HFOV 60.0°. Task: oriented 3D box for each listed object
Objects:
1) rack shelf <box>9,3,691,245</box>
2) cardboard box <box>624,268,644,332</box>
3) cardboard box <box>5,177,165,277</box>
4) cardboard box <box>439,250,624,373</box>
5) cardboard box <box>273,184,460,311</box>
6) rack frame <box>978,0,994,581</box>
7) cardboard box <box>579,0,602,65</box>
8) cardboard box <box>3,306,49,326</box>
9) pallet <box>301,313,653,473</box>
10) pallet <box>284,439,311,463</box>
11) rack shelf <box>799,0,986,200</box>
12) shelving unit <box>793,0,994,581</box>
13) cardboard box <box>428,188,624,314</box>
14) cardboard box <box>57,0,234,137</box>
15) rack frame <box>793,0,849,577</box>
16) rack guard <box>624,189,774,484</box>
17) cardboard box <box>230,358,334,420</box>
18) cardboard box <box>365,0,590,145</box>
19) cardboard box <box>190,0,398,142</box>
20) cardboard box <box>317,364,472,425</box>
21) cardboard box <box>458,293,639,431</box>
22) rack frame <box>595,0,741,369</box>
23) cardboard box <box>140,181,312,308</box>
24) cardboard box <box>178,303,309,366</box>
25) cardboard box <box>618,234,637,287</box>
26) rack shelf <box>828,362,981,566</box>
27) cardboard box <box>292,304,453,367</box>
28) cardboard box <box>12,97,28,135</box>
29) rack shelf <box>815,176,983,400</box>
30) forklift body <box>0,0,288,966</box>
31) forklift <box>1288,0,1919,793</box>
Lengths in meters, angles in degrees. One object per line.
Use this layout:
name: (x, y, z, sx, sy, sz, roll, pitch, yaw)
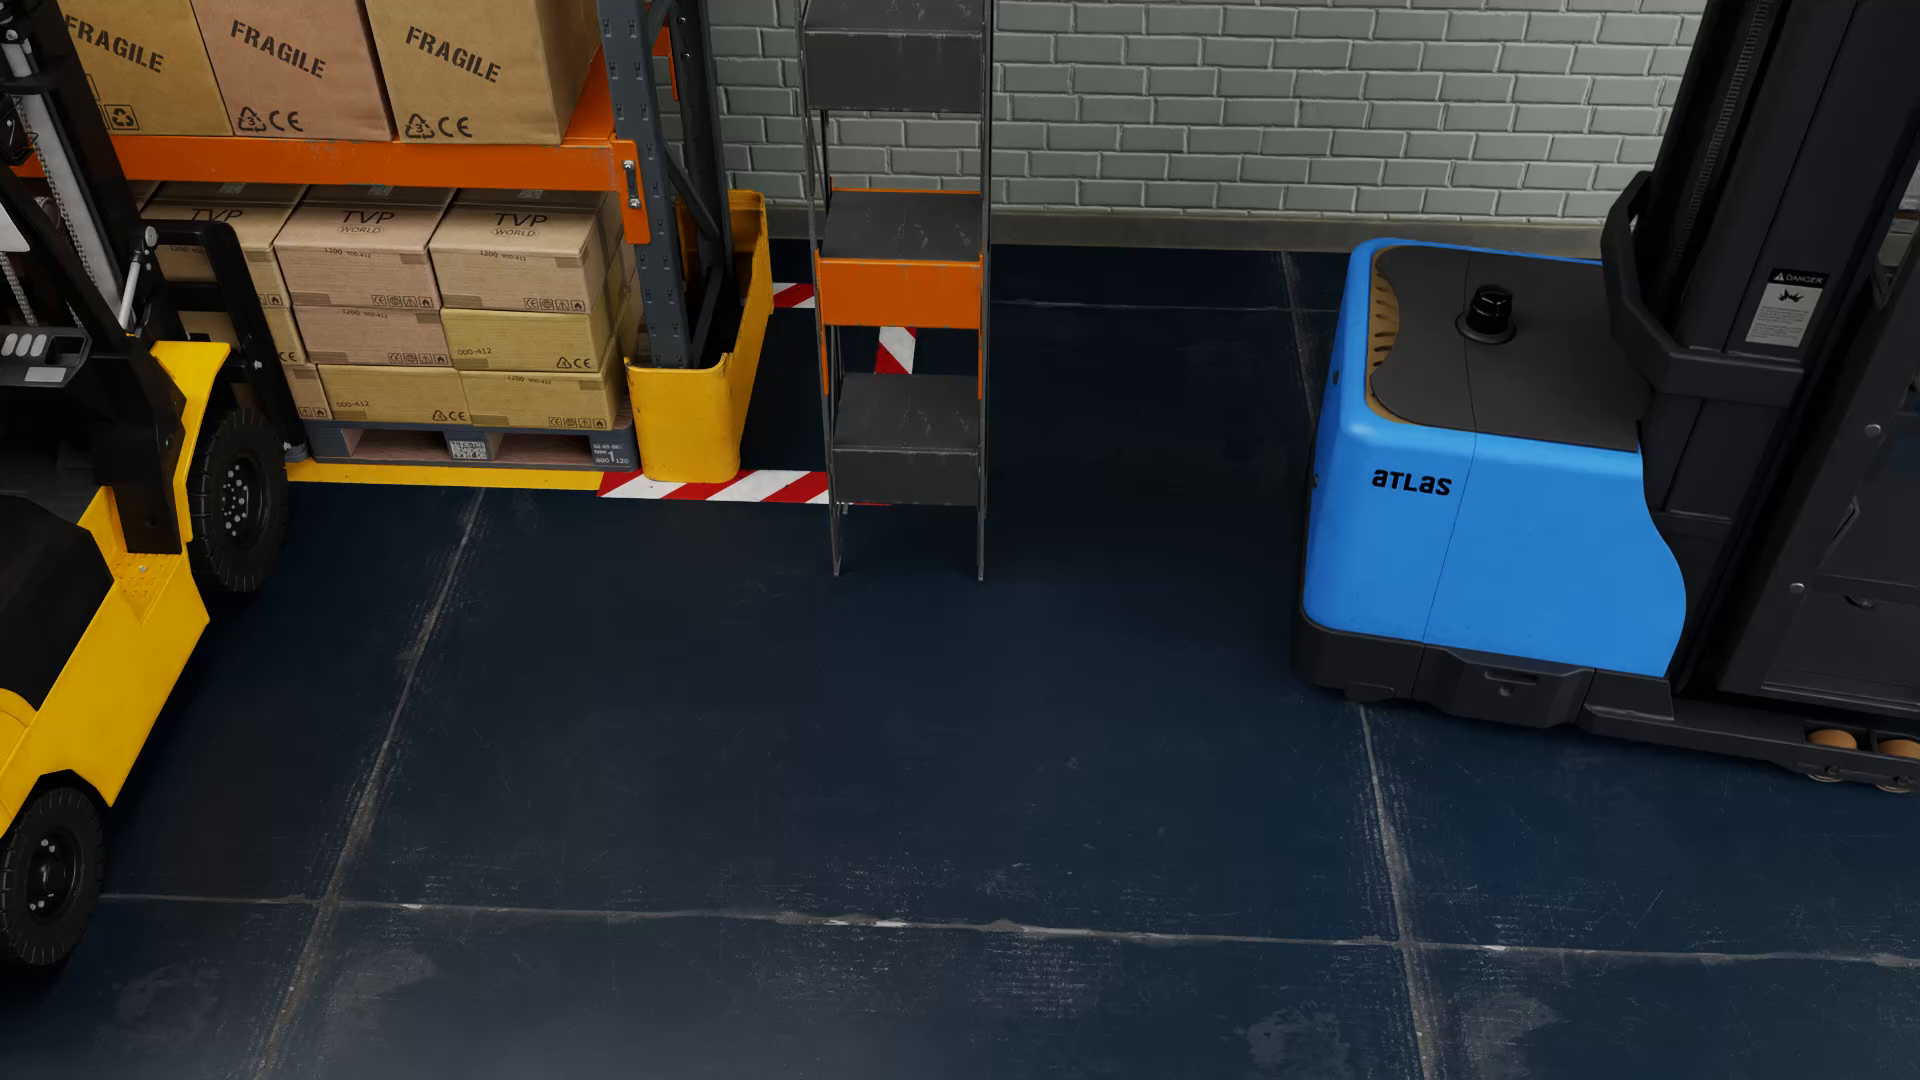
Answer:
rack shelf: (-2.974, -1.501, 5.688, 4.000, 0.370, 1.077, 2, 43, 2)
cardboard box: (-1.458, -0.998, 6.330, 0.500, 0.250, 0.500, 2, 43, 2)
cardboard box: (-2.971, -1.059, 5.662, 0.500, 0.250, 0.500, 1, 43, 1)
cardboard box: (-1.477, -0.835, 5.788, 0.500, 0.250, 0.500, 1, 43, 1)
cardboard box: (-1.961, -1.030, 5.630, 0.500, 0.250, 0.500, 2, 43, 3)
rack frame: (0.079, -0.766, 5.032, 0.015, 2.100, 0.400, 2, 43, 2)
cardboard box: (-1.459, -1.944, 5.562, 0.500, 0.500, 0.500, 3, 43, 3)
cardboard box: (-2.994, -0.877, 5.834, 0.500, 0.250, 0.500, 2, 43, 2)
pallet: (-1.742, -0.677, 6.322, 1.213, 0.211, 1.003, 2, 43, 2)
pallet: (-2.958, -0.717, 6.364, 1.213, 0.211, 1.003, 2, 43, 2)
rack shelf: (-0.165, -1.276, 4.572, 0.480, 0.518, 0.431, 2, 43, 2)
shelving unit: (-0.165, -0.773, 5.040, 0.503, 2.100, 0.431, 2, 43, 2)
cardboard box: (-1.451, -1.018, 5.618, 0.500, 0.250, 0.500, 3, 43, 3)
cardboard box: (-2.510, -1.613, 5.208, 0.500, 0.500, 0.500, 1, 43, 1)
rack frame: (-0.409, -0.781, 5.048, 0.015, 2.100, 0.400, 2, 43, 2)
rack guard: (-0.952, -0.787, 6.228, 0.348, 0.500, 1.175, 2, 43, 2)
cardboard box: (-2.456, -0.693, 6.002, 0.500, 0.250, 0.500, 2, 43, 2)
cardboard box: (-1.480, -1.576, 5.167, 0.500, 0.500, 0.500, 1, 43, 1)
cardboard box: (-1.998, -1.598, 5.191, 0.500, 0.500, 0.500, 3, 43, 3)
cardboard box: (-1.956, -0.671, 5.979, 0.500, 0.250, 0.500, 2, 43, 2)
cardboard box: (-1.460, -0.650, 5.956, 0.500, 0.250, 0.500, 2, 43, 2)
rack frame: (-0.976, -1.703, 5.377, 0.127, 3.000, 1.000, 2, 43, 2)
cardboard box: (-2.465, -1.038, 5.640, 0.500, 0.250, 0.500, 2, 43, 2)
cardboard box: (-2.494, -0.860, 5.814, 0.500, 0.250, 0.500, 1, 43, 1)
cardboard box: (-1.437, -1.189, 6.168, 0.500, 0.250, 0.500, 2, 43, 3)
rack shelf: (-0.165, -0.251, 5.526, 0.480, 0.518, 0.431, 2, 43, 2)
cardboard box: (-1.977, -0.858, 5.813, 0.500, 0.250, 0.500, 1, 43, 1)
cardboard box: (-3.012, -1.621, 5.216, 0.500, 0.500, 0.500, 2, 43, 2)
rack shelf: (-0.165, -0.763, 5.049, 0.480, 0.518, 0.431, 2, 43, 2)
forklift body: (-2.953, -0.208, 4.395, 1.214, 2.155, 2.313, 2, 43, 2)
forklift: (2.605, -0.720, 4.372, 3.031, 2.935, 1.130, 8, 44, 9)
